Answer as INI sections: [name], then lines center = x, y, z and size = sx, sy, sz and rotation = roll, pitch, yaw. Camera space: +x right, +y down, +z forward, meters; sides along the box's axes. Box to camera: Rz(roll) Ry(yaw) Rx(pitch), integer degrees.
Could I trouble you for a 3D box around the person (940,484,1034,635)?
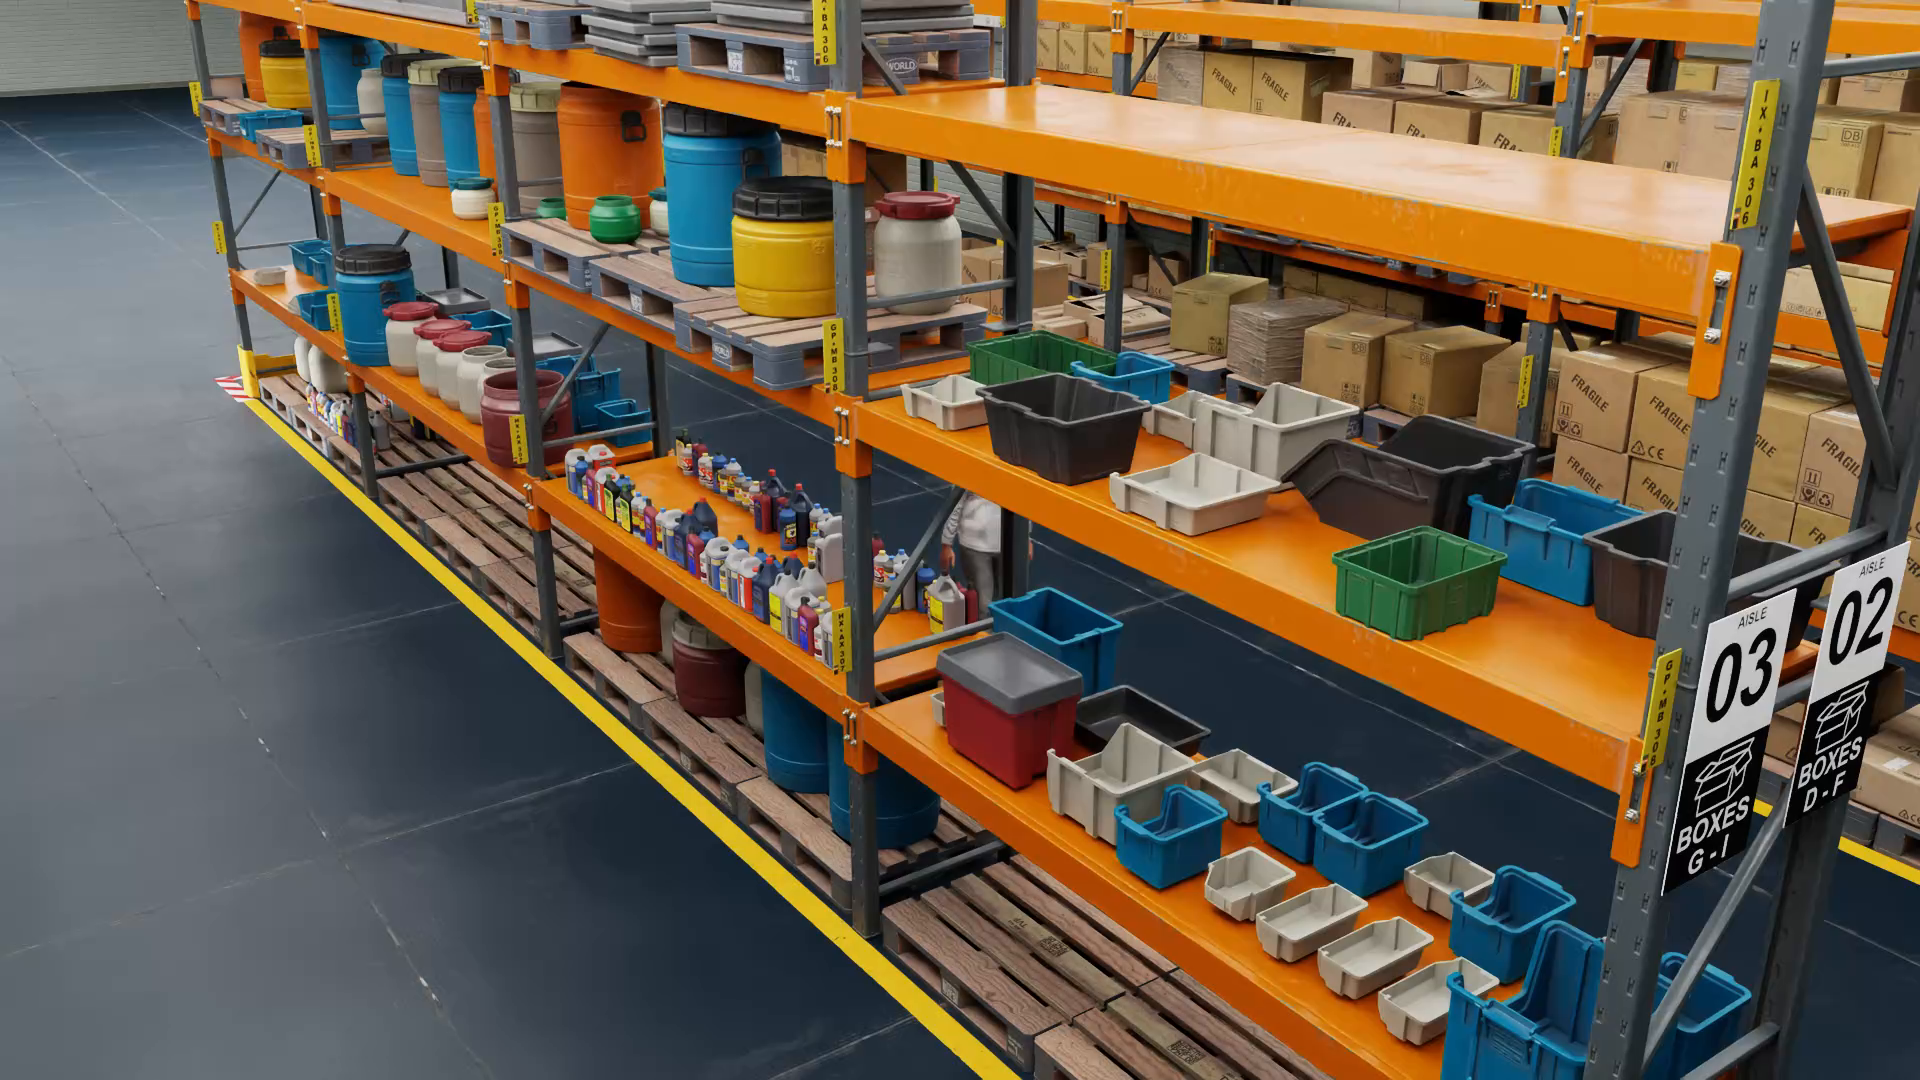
[person]
center = 0.189, 0.023, 10.951
size = 0.636, 1.775, 0.583
rotation = -11, 24, -26
